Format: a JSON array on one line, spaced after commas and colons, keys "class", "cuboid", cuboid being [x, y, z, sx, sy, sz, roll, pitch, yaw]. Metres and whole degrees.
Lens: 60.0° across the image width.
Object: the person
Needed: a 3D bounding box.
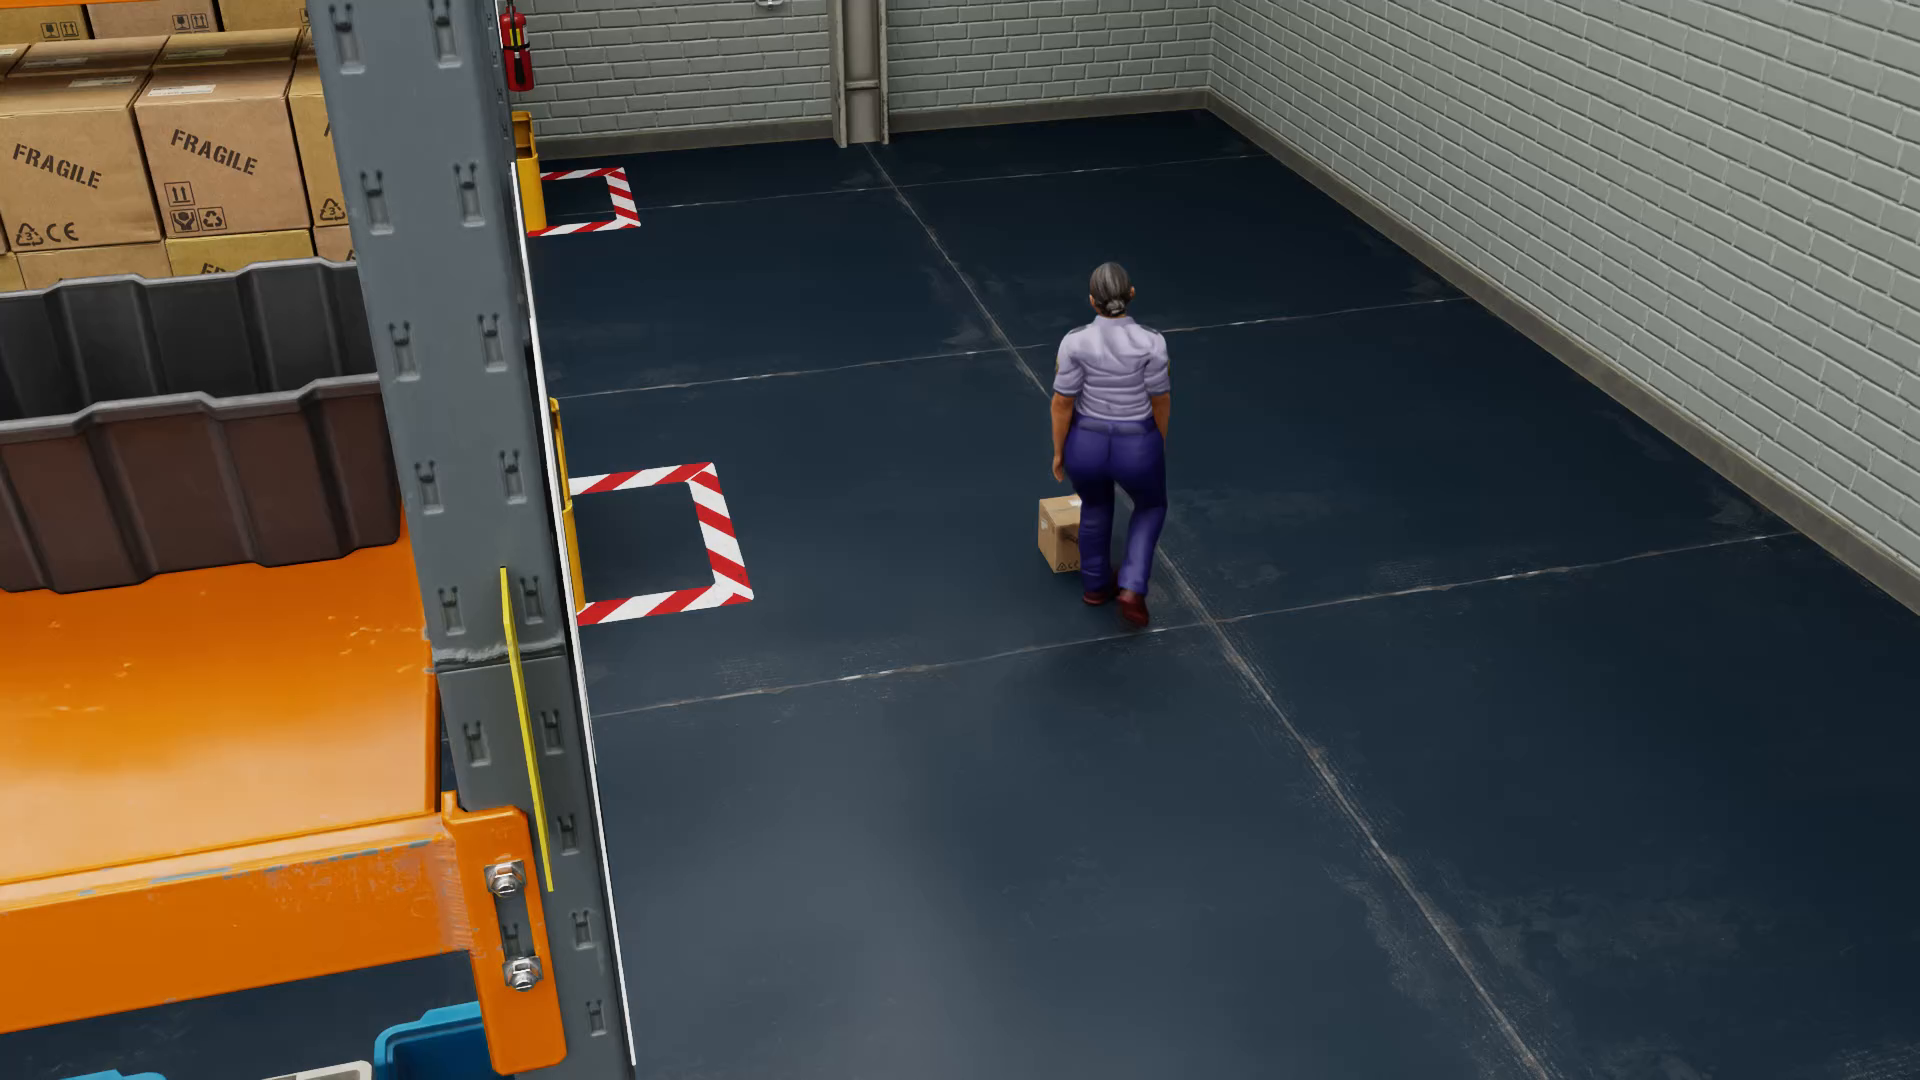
[{"class": "person", "cuboid": [0.624, -0.393, 6.860, 0.487, 1.622, 0.550, 5, 31, 9]}]
